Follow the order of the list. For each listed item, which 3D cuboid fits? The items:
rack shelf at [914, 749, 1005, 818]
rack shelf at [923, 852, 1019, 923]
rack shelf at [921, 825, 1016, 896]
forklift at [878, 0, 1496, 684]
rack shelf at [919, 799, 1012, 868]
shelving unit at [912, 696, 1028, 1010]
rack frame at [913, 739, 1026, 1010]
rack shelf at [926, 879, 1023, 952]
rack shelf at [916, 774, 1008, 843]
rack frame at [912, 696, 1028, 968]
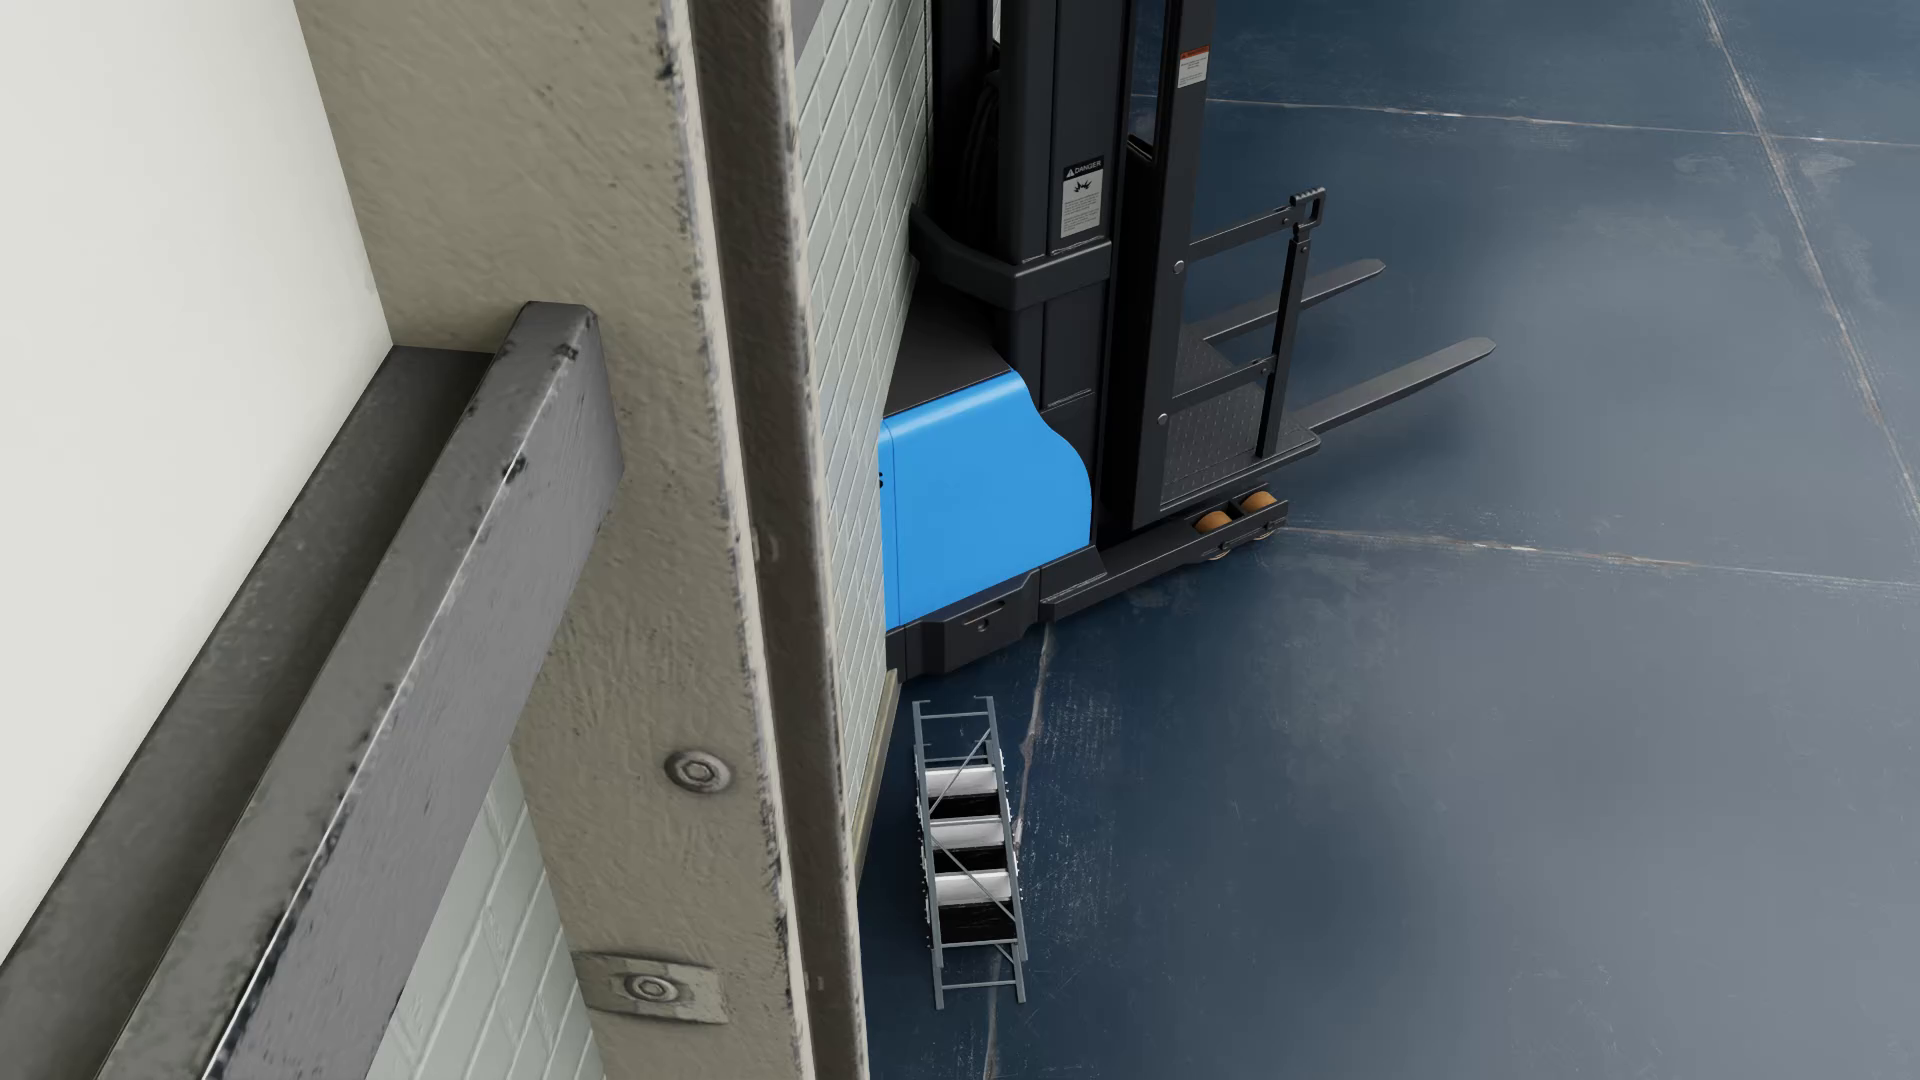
[{"bbox_3d":[-0.002,0.710,4.839,0.258,0.200,0.077,-3,44,-4],"label":"rack shelf"},{"bbox_3d":[0.030,0.959,4.581,0.258,0.200,0.077,-3,44,-4],"label":"rack shelf"},{"bbox_3d":[0.022,0.896,4.646,0.258,0.200,0.077,-3,44,-4],"label":"rack shelf"},{"bbox_3d":[0.533,-1.286,4.976,3.031,2.935,1.130,-23,48,-22],"label":"forklift"},{"bbox_3d":[0.014,0.834,4.710,0.258,0.200,0.077,-3,44,-4],"label":"rack shelf"},{"bbox_3d":[0.017,0.857,4.686,0.258,0.210,0.900,-3,44,-4],"label":"shelving unit"},{"bbox_3d":[0.017,0.930,4.757,0.240,0.006,0.900,-3,44,-4],"label":"rack frame"},{"bbox_3d":[0.038,1.021,4.517,0.258,0.200,0.077,-3,44,-4],"label":"rack shelf"},{"bbox_3d":[0.006,0.772,4.775,0.258,0.200,0.077,-3,44,-4],"label":"rack shelf"},{"bbox_3d":[0.017,0.784,4.616,0.240,0.006,0.900,-3,44,-4],"label":"rack frame"}]
